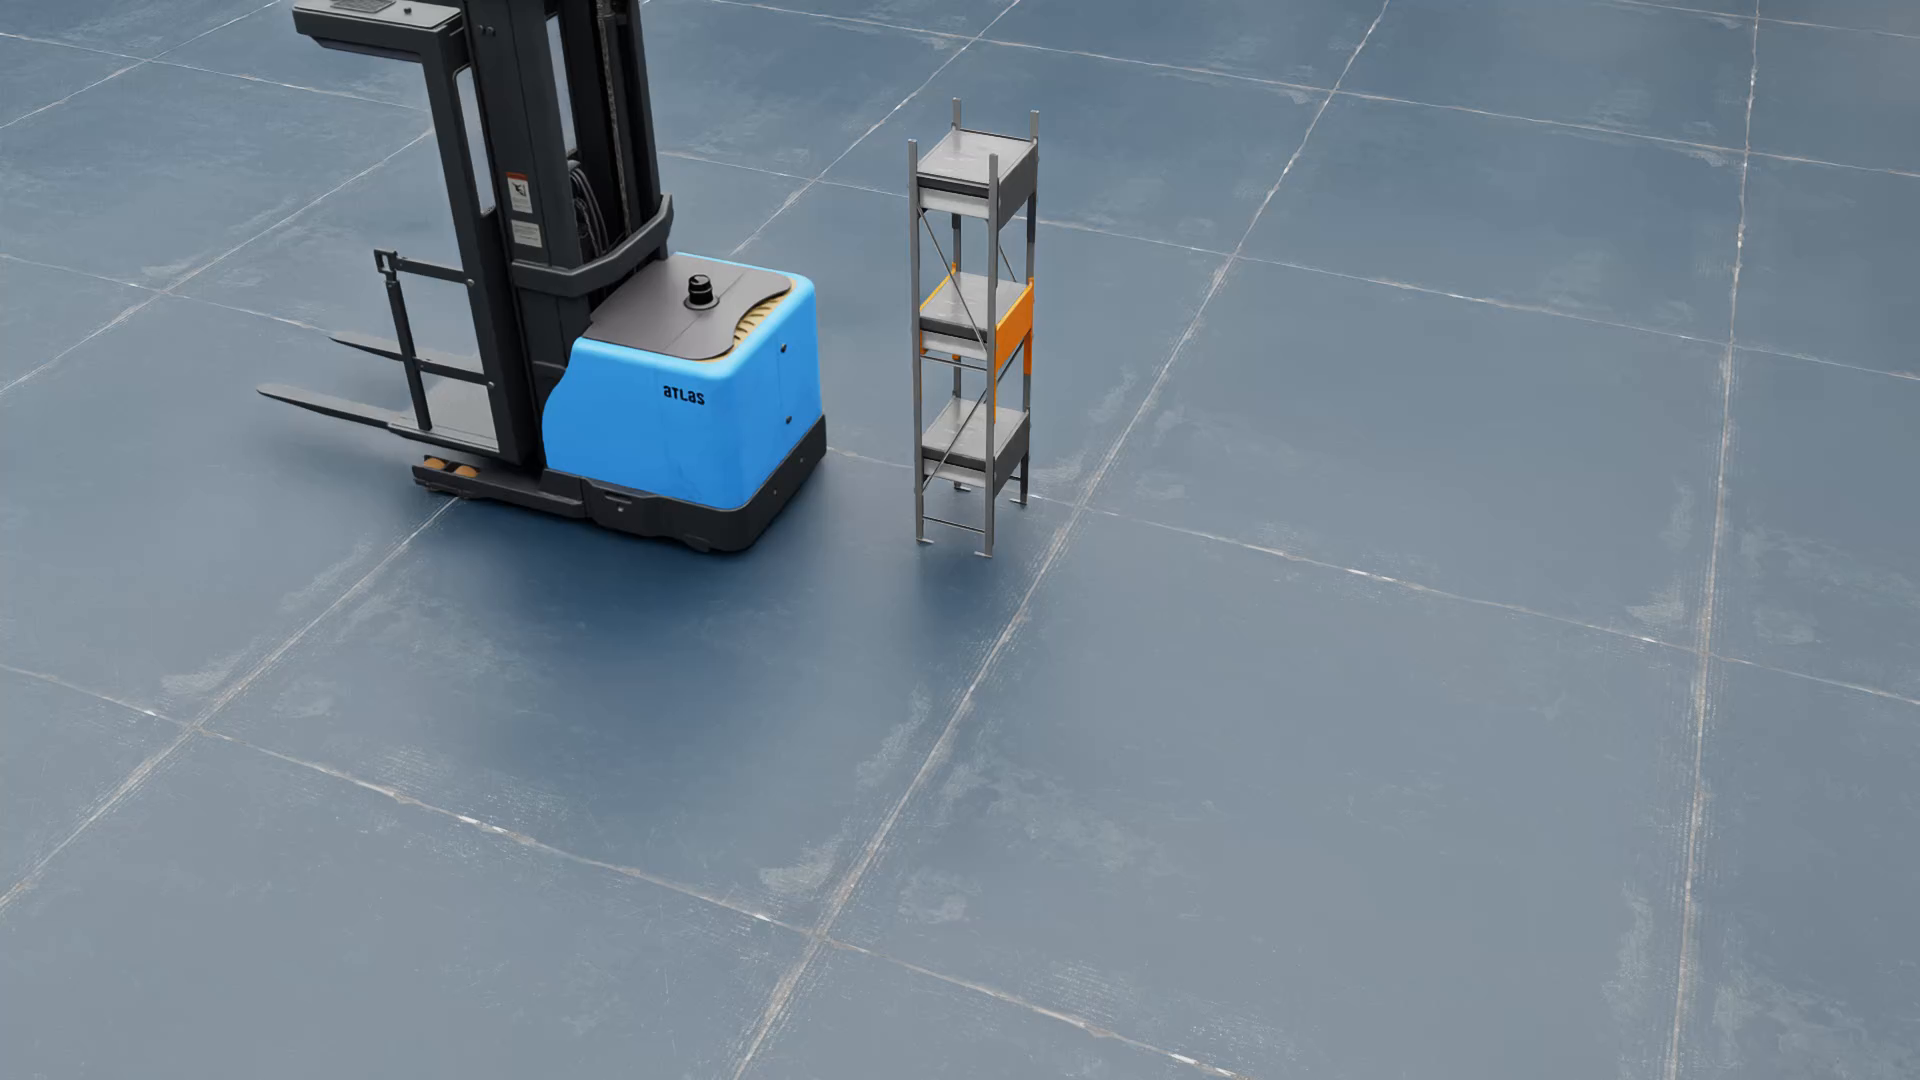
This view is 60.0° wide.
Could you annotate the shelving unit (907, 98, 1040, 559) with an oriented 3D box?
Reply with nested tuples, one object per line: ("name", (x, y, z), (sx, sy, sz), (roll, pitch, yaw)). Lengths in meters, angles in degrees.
("shelving unit", (0.063, -0.933, 7.744), (0.431, 2.100, 0.503), (14, 39, 18))

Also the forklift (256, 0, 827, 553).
("forklift", (-2.271, -1.665, 8.029), (3.031, 2.935, 1.130), (13, 39, 17))

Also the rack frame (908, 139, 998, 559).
("rack frame", (-0.030, -0.798, 7.563), (0.400, 2.100, 0.015), (14, 39, 18))

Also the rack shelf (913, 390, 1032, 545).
("rack shelf", (0.063, -0.361, 8.171), (0.431, 0.518, 0.480), (14, 39, 18))

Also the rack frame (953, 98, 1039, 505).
("rack frame", (0.156, -1.068, 7.925), (0.400, 2.100, 0.015), (14, 39, 18))

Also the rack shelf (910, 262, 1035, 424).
("rack shelf", (0.063, -0.922, 7.752), (0.431, 0.518, 0.480), (14, 39, 18))

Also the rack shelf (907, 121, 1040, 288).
("rack shelf", (0.063, -1.482, 7.333), (0.431, 0.518, 0.480), (14, 39, 18))
